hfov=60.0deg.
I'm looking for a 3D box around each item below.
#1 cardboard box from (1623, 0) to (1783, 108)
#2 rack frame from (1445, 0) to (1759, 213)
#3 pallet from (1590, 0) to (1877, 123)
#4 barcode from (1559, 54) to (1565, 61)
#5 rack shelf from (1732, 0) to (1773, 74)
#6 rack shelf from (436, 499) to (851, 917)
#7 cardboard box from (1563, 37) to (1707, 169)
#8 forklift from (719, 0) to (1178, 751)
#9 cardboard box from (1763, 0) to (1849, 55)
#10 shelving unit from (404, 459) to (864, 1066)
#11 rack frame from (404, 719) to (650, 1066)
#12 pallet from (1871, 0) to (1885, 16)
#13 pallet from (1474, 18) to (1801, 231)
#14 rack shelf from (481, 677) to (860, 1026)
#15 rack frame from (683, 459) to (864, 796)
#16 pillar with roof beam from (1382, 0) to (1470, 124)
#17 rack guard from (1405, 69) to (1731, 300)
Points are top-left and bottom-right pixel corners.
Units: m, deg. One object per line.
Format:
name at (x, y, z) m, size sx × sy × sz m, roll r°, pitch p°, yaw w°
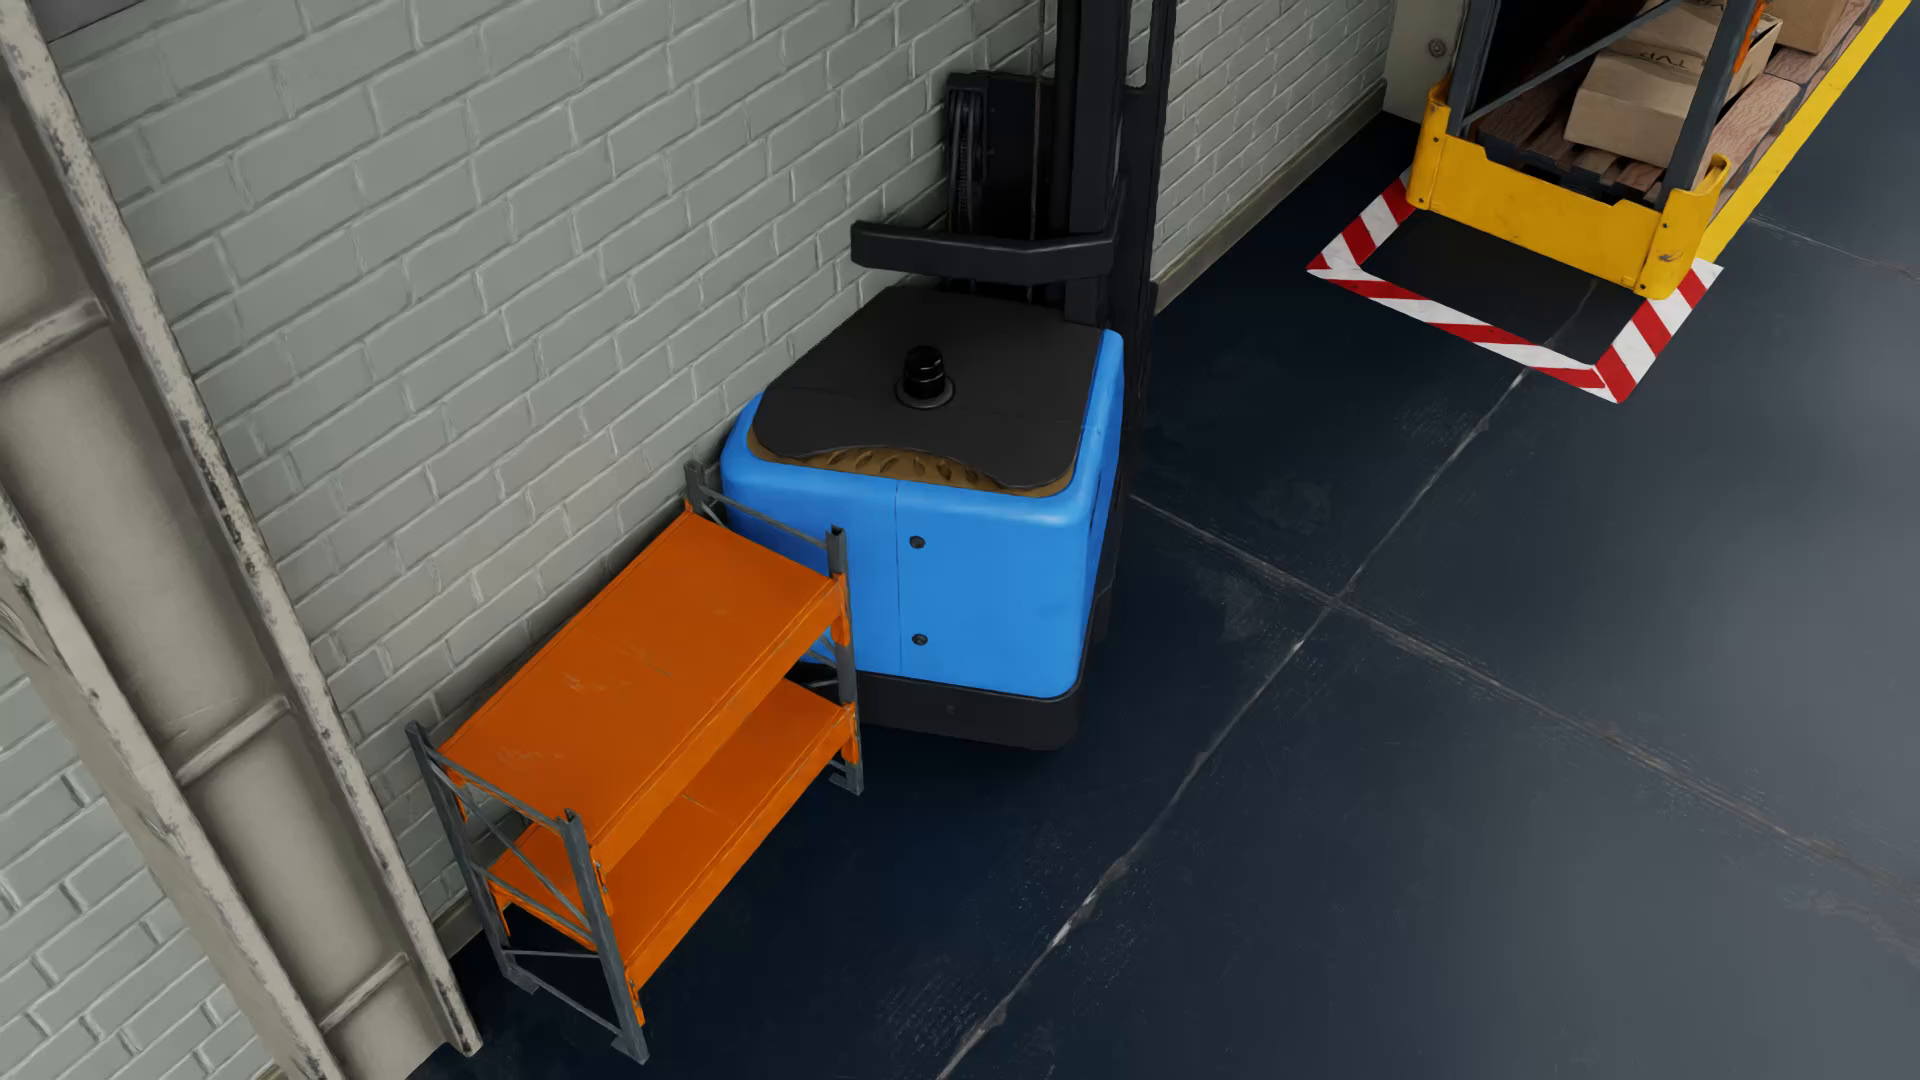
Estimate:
cardboard box at (3.251, -2.198, 7.330) m, size 0.500 × 0.311 × 0.500 m, roll 34°, pitch 55°, yaw 28°
rack frame at (2.409, -2.292, 5.865) m, size 1.000 × 3.000 × 0.127 m, roll 29°, pitch 53°, yaw 25°
pallet at (3.726, -2.517, 8.008) m, size 1.003 × 0.211 × 1.213 m, roll 29°, pitch 53°, yaw 25°
barcode at (2.597, -2.062, 7.194) m, size 0.001 × 0.075 × 0.075 m, roll 29°, pitch 53°, yaw 25°
rack shelf at (3.631, -3.188, 7.218) m, size 1.077 × 0.370 × 4.000 m, roll 29°, pitch 53°, yaw 25°
rack shelf at (-0.778, 0.388, 4.197) m, size 0.538 × 0.278 × 1.000 m, roll 24°, pitch 51°, yaw 21°
cardboard box at (2.903, -1.871, 7.018) m, size 0.500 × 0.311 × 0.500 m, roll 24°, pitch 51°, yaw 21°
forklift at (0.114, -1.458, 5.116) m, size 1.130 × 2.935 × 3.031 m, roll 8°, pitch 47°, yaw 8°
cardboard box at (3.739, -2.661, 7.642) m, size 0.700 × 0.500 × 0.500 m, roll 26°, pitch 52°, yaw 23°
shelving unit at (-0.778, 0.590, 4.408) m, size 0.538 × 1.125 × 1.048 m, roll 24°, pitch 51°, yaw 21°
rack frame at (-1.047, 0.902, 4.110) m, size 0.500 × 1.125 × 0.032 m, roll 24°, pitch 51°, yaw 21°
pallet at (4.471, -3.218, 8.678) m, size 1.003 × 0.211 × 1.213 m, roll 29°, pitch 53°, yaw 25°
pallet at (2.980, -1.822, 7.344) m, size 1.003 × 0.211 × 1.213 m, roll 29°, pitch 53°, yaw 25°
rack shelf at (-0.778, 0.759, 4.585) m, size 0.538 × 0.278 × 1.000 m, roll 24°, pitch 51°, yaw 21°
rack frame at (-0.510, 0.278, 4.706) m, size 0.500 × 1.125 × 0.032 m, roll 24°, pitch 51°, yaw 21°
pillar with roof beam at (5.559, -3.244, 2.626) m, size 9.100 × 9.000 × 0.400 m, roll 29°, pitch 53°, yaw 25°
rack guard at (2.455, -1.472, 6.811) m, size 1.175 × 0.500 × 0.348 m, roll 29°, pitch 53°, yaw 25°
